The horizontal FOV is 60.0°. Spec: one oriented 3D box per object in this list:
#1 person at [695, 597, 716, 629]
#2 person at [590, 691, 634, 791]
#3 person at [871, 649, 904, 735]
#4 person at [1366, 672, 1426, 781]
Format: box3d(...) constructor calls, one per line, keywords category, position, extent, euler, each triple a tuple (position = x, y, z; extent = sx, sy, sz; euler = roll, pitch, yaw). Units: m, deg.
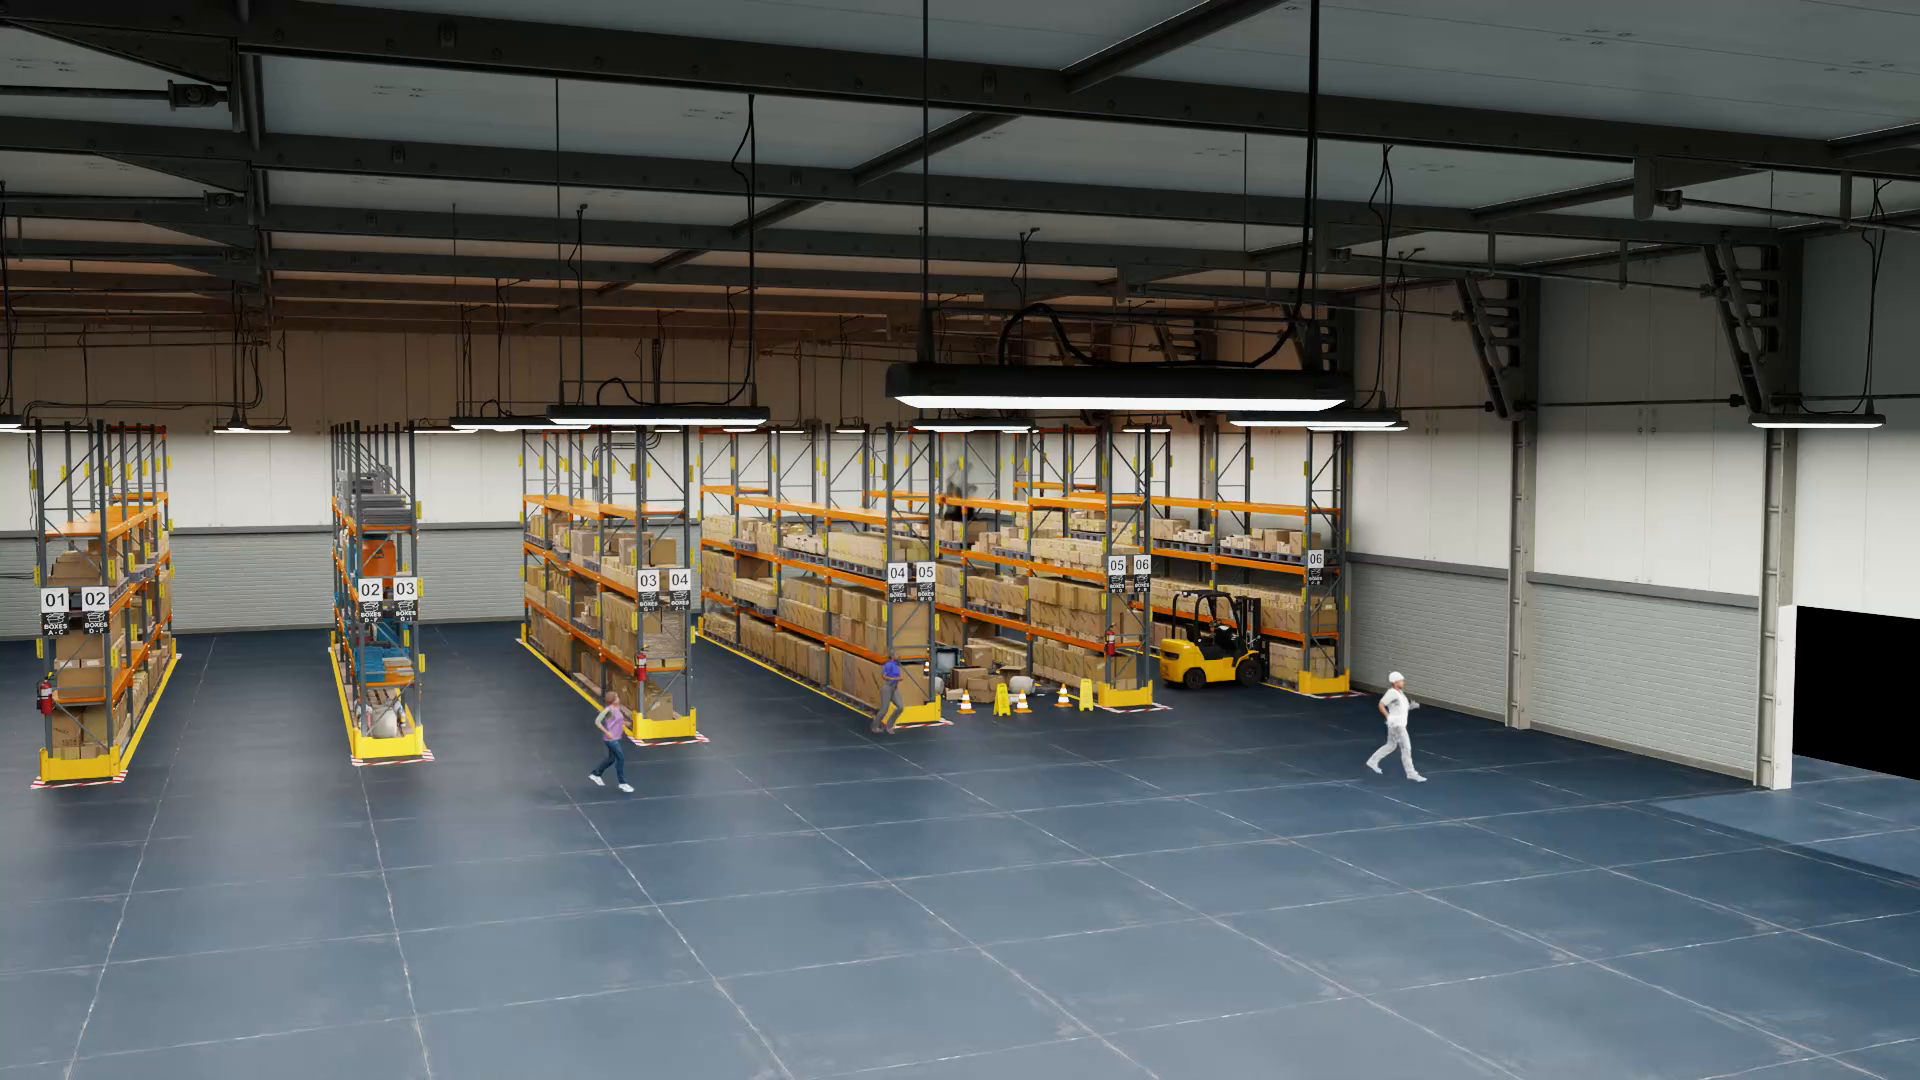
box3d(category="person", position=(-7.415, 1.803, 49.324), extent=(0.958, 1.649, 0.627), euler=(-2, 4, -24))
box3d(category="person", position=(-5.626, 3.246, 26.820), extent=(0.758, 1.602, 0.532), euler=(0, 4, 5))
box3d(category="person", position=(-1.314, 2.927, 31.996), extent=(0.658, 1.652, 0.599), euler=(2, 4, 33))
box3d(category="person", position=(7.245, 3.076, 27.587), extent=(0.992, 1.777, 0.683), euler=(1, 4, 18))
